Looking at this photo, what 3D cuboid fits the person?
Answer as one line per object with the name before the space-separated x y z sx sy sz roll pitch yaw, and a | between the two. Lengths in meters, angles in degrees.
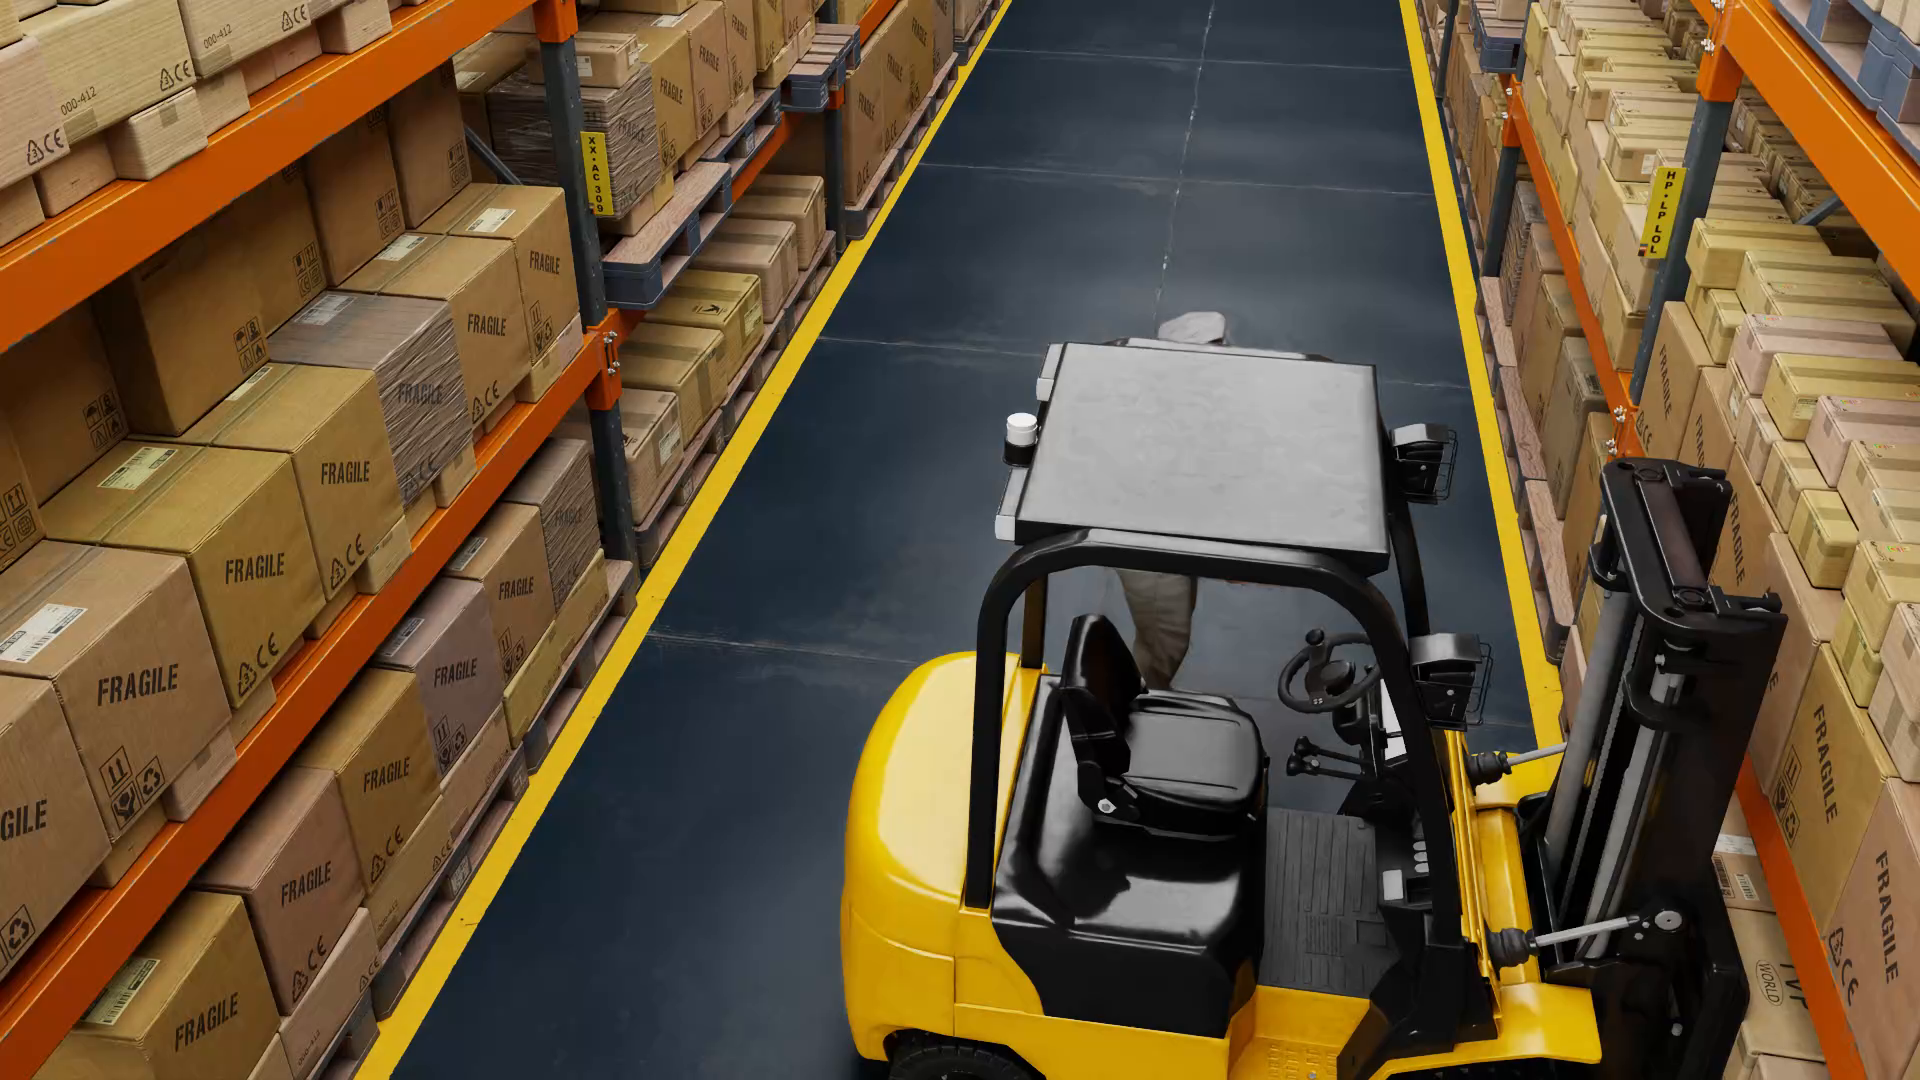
person | 0.826 -0.015 6.157 0.580 1.759 0.489 5 32 7
